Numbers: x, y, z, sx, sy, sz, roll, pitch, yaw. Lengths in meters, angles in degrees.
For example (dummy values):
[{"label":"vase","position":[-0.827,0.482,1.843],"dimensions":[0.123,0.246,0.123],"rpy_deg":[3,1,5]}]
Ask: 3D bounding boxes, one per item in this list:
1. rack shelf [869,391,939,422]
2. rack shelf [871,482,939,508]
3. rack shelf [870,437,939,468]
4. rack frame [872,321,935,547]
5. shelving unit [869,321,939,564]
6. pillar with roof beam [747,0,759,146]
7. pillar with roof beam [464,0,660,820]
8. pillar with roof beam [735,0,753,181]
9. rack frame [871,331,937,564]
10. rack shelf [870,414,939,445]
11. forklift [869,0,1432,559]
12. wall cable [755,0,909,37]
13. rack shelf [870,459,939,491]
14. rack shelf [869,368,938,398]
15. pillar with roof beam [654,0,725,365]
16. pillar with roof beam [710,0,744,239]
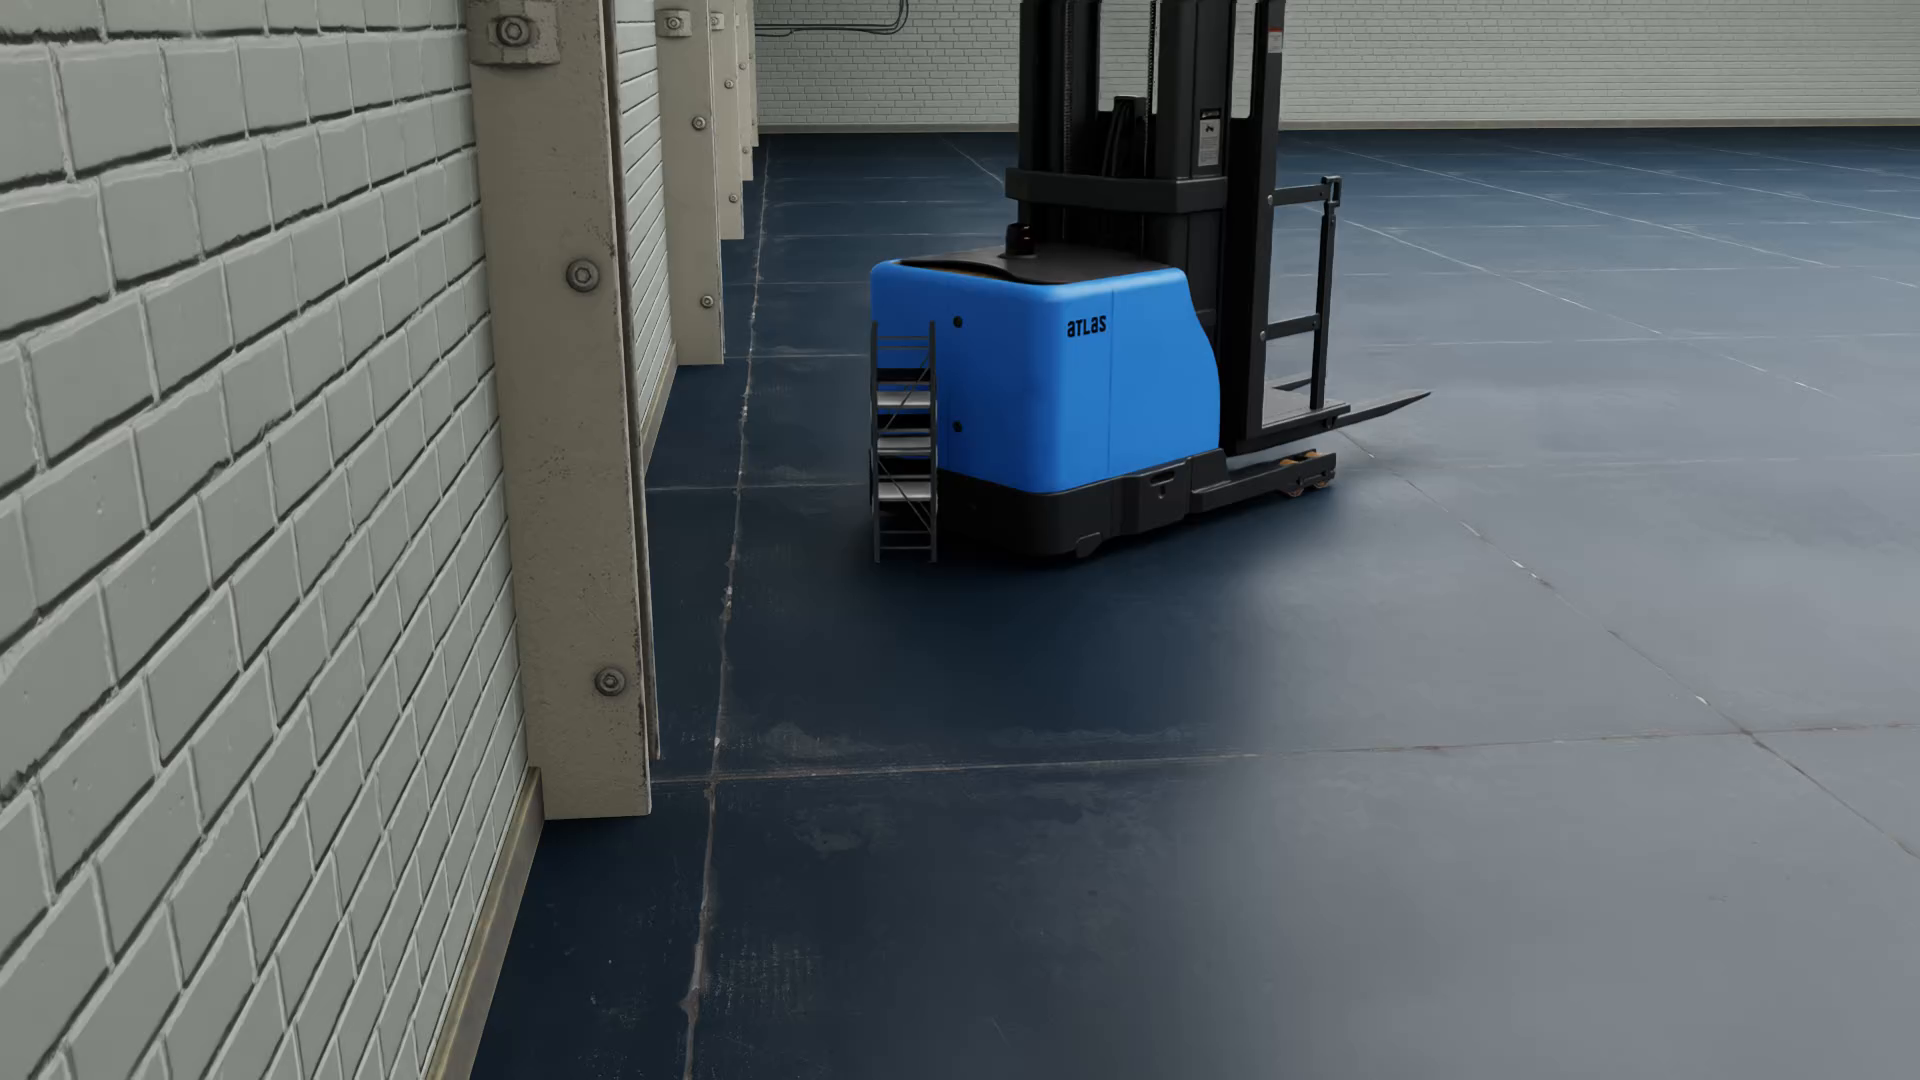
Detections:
[{"label":"rack shelf","position":[-0.212,-0.511,6.312],"dimensions":[0.258,0.077,0.200],"rpy_deg":[0,17,-1]},{"label":"rack shelf","position":[-0.212,-0.167,6.420],"dimensions":[0.258,0.077,0.200],"rpy_deg":[0,17,-1]},{"label":"rack shelf","position":[-0.212,-0.339,6.366],"dimensions":[0.258,0.077,0.200],"rpy_deg":[0,17,-1]},{"label":"rack frame","position":[-0.214,-0.401,6.453],"dimensions":[0.240,0.900,0.006],"rpy_deg":[0,17,-1]},{"label":"shelving unit","position":[-0.212,-0.371,6.356],"dimensions":[0.258,0.900,0.210],"rpy_deg":[0,17,-1]},{"label":"pillar with roof beam","position":[0.817,-10.908,26.400],"dimensions":[9.100,9.000,0.400],"rpy_deg":[-2,18,-6]},{"label":"pillar with roof beam","position":[3.292,-3.758,3.624],"dimensions":[9.100,9.000,0.400],"rpy_deg":[-2,18,-6]},{"label":"pillar with roof beam","position":[1.436,-9.121,20.706],"dimensions":[9.100,9.000,0.400],"rpy_deg":[-2,18,-6]},{"label":"rack frame","position":[-0.209,-0.340,6.259],"dimensions":[0.240,0.900,0.006],"rpy_deg":[0,17,-1]},{"label":"rack shelf","position":[-0.212,-0.425,6.339],"dimensions":[0.258,0.077,0.200],"rpy_deg":[0,17,-1]},{"label":"forklift","position":[1.034,-1.684,7.146],"dimensions":[3.031,2.935,1.130],"rpy_deg":[-16,24,-42]},{"label":"wall cable","position":[-2.454,-10.213,29.367],"dimensions":[3.097,2.526,0.112],"rpy_deg":[-2,18,-6]},{"label":"rack shelf","position":[-0.212,-0.253,6.393],"dimensions":[0.258,0.077,0.200],"rpy_deg":[0,17,-1]},{"label":"rack shelf","position":[-0.212,-0.597,6.285],"dimensions":[0.258,0.077,0.200],"rpy_deg":[0,17,-1]},{"label":"pillar with roof beam","position":[2.673,-5.546,9.318],"dimensions":[9.100,9.000,0.400],"rpy_deg":[-2,18,-6]},{"label":"pillar with roof beam","position":[2.054,-7.333,15.012],"dimensions":[9.100,9.000,0.400],"rpy_deg":[-2,18,-6]}]
